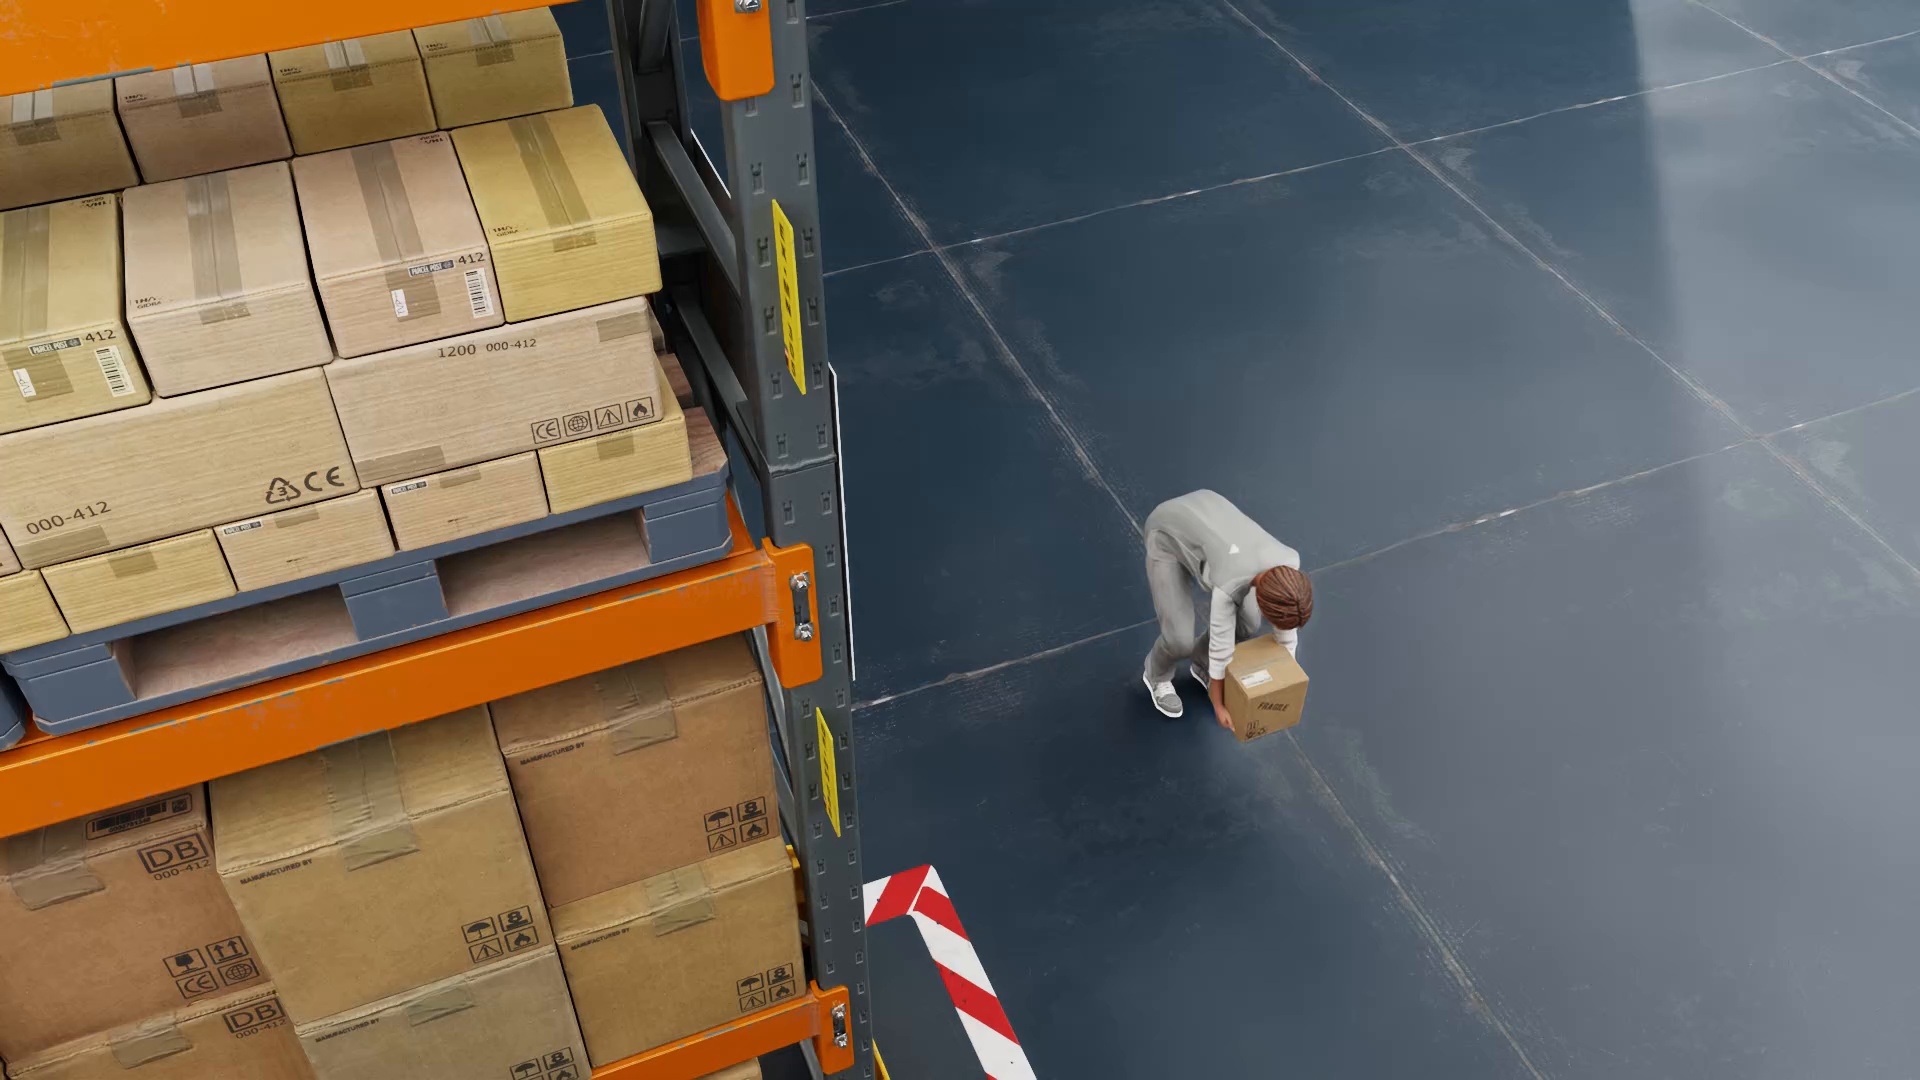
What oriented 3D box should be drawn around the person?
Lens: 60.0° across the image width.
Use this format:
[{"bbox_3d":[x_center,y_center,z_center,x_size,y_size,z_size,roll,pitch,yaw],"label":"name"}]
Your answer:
[{"bbox_3d":[0.980,0.325,6.242,0.408,1.020,0.855,-18,45,-18],"label":"person"}]
